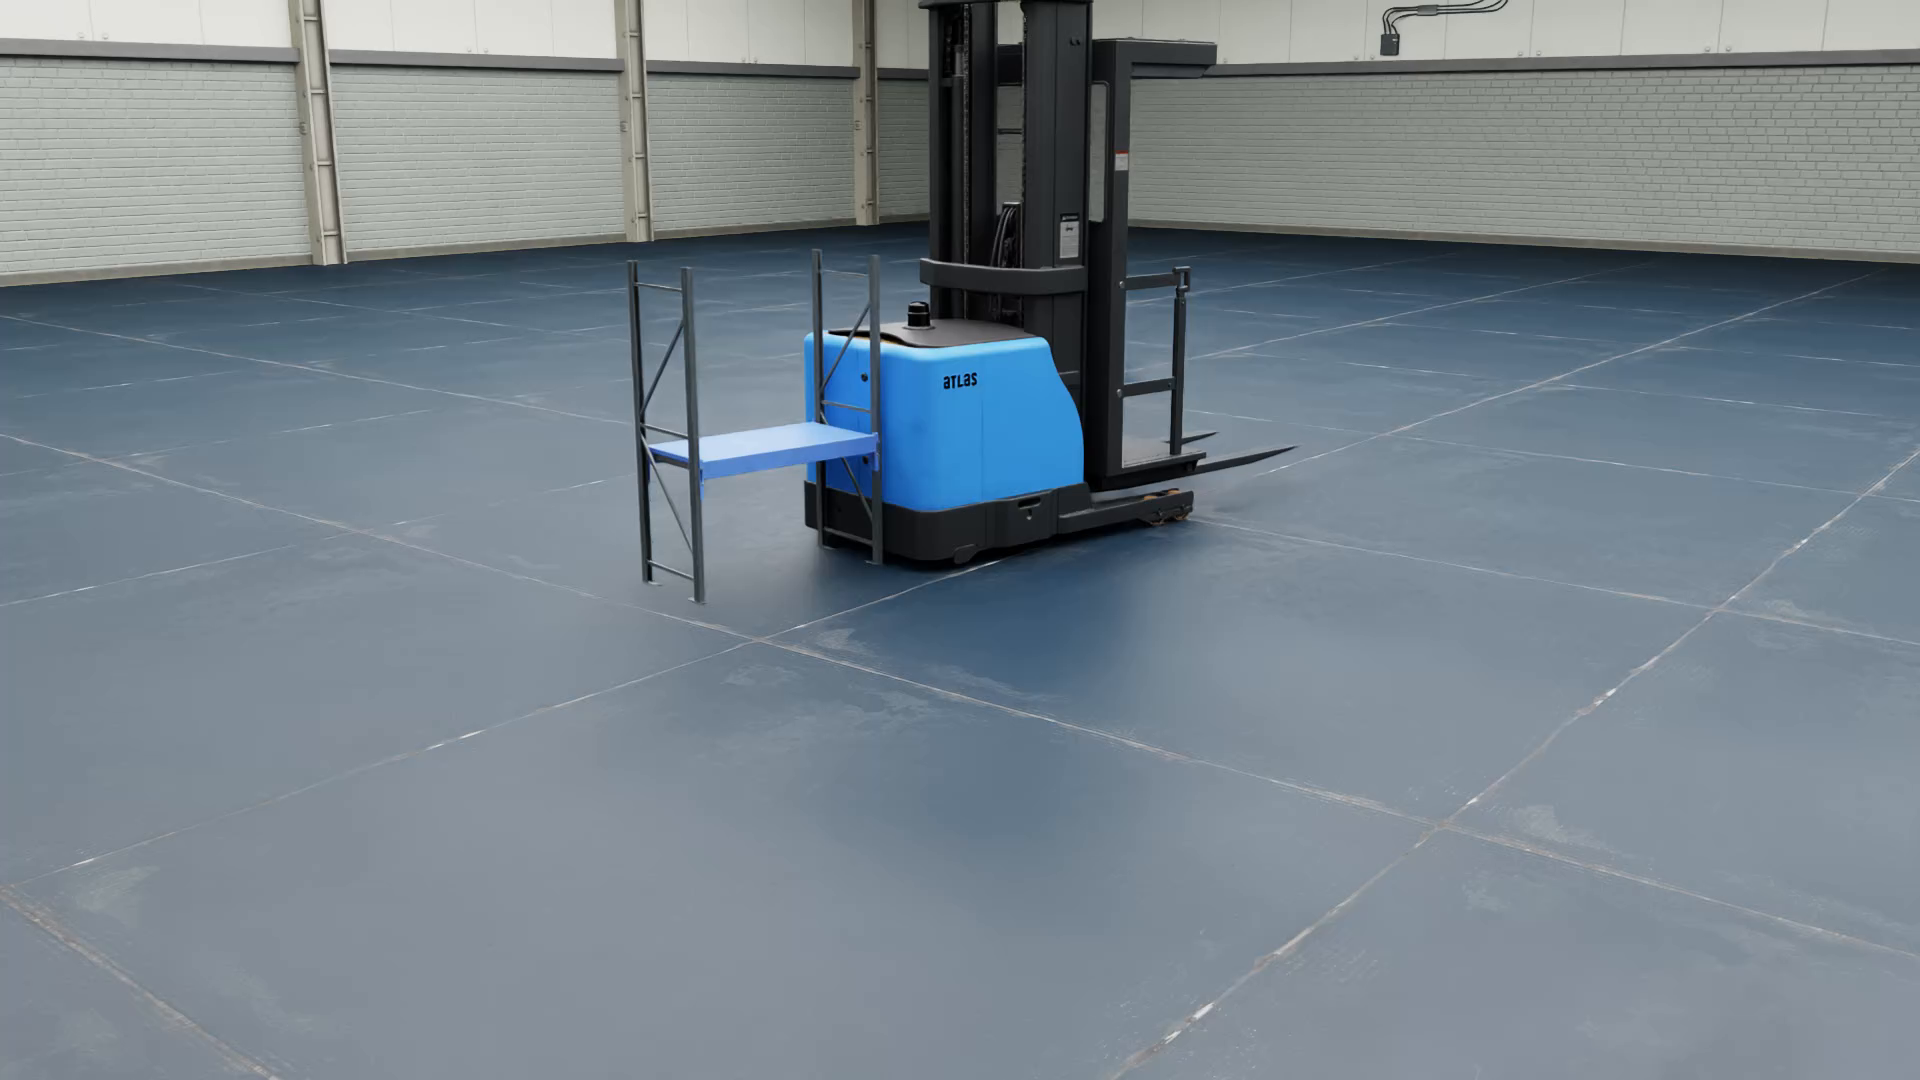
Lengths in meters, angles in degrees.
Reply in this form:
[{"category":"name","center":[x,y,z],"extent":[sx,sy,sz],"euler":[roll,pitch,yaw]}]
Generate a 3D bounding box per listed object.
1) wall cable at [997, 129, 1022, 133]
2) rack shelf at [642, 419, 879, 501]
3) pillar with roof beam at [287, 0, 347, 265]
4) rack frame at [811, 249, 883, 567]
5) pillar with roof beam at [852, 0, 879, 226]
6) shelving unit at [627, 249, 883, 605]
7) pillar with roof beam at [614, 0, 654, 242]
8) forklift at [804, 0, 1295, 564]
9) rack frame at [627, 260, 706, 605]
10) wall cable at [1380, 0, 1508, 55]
[{"category":"wall cable","center":[0.985,-9.651,34.644],"extent":[3.097,2.526,0.112],"euler":[11,18,38]},{"category":"rack shelf","center":[-0.936,-0.390,7.841],"extent":[1.000,0.185,0.538],"euler":[-12,19,-39]},{"category":"pillar with roof beam","center":[-6.089,-7.832,21.178],"extent":[9.100,9.000,0.400],"euler":[11,18,38]},{"category":"rack frame","center":[-0.551,-0.646,8.119],"extent":[0.032,1.500,0.500],"euler":[-12,19,-39]},{"category":"pillar with roof beam","center":[1.453,-10.130,30.224],"extent":[9.100,9.000,0.400],"euler":[11,18,38]},{"category":"shelving unit","center":[-0.936,-0.564,7.797],"extent":[1.048,1.500,0.538],"euler":[-12,19,-39]},{"category":"pillar with roof beam","center":[-2.318,-8.981,25.701],"extent":[9.100,9.000,0.400],"euler":[11,18,38]},{"category":"forklift","center":[0.640,-1.582,8.898],"extent":[3.031,2.935,1.130],"euler":[-12,19,-39]},{"category":"rack frame","center":[-1.320,-0.482,7.474],"extent":[0.032,1.500,0.500],"euler":[-12,19,-39]},{"category":"wall cable","center":[8.359,-11.332,28.048],"extent":[2.305,6.003,0.169],"euler":[11,18,38]}]
